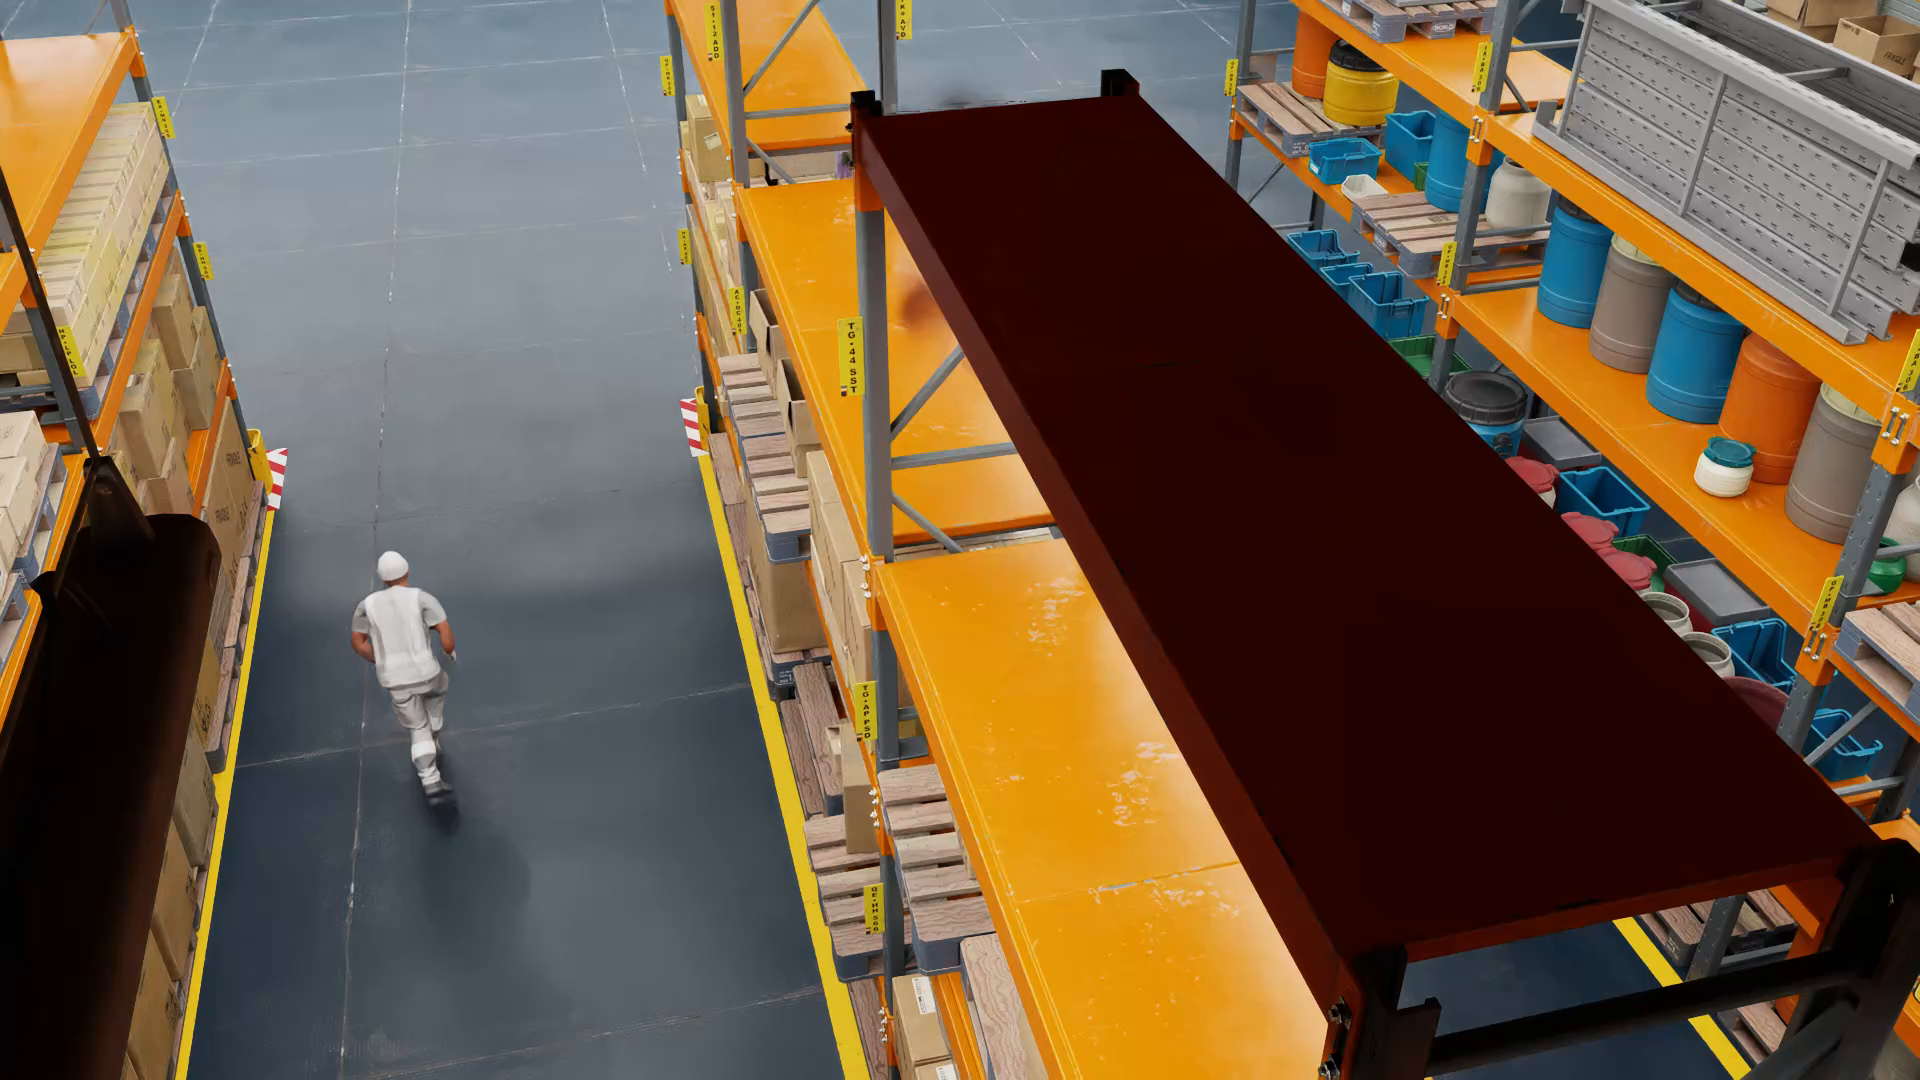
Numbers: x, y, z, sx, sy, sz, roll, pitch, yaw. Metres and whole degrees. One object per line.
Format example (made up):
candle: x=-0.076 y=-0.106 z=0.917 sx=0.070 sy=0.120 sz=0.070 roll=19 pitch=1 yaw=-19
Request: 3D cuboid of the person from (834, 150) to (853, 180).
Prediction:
person: x=-1.260 y=-3.822 z=18.266 sx=0.620 sy=1.599 sz=0.515 roll=7 pitch=35 yaw=10

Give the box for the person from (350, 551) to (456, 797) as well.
person: x=-3.729 y=0.977 z=11.275 sx=0.668 sy=1.627 sz=1.087 roll=-8 pitch=35 yaw=-11
